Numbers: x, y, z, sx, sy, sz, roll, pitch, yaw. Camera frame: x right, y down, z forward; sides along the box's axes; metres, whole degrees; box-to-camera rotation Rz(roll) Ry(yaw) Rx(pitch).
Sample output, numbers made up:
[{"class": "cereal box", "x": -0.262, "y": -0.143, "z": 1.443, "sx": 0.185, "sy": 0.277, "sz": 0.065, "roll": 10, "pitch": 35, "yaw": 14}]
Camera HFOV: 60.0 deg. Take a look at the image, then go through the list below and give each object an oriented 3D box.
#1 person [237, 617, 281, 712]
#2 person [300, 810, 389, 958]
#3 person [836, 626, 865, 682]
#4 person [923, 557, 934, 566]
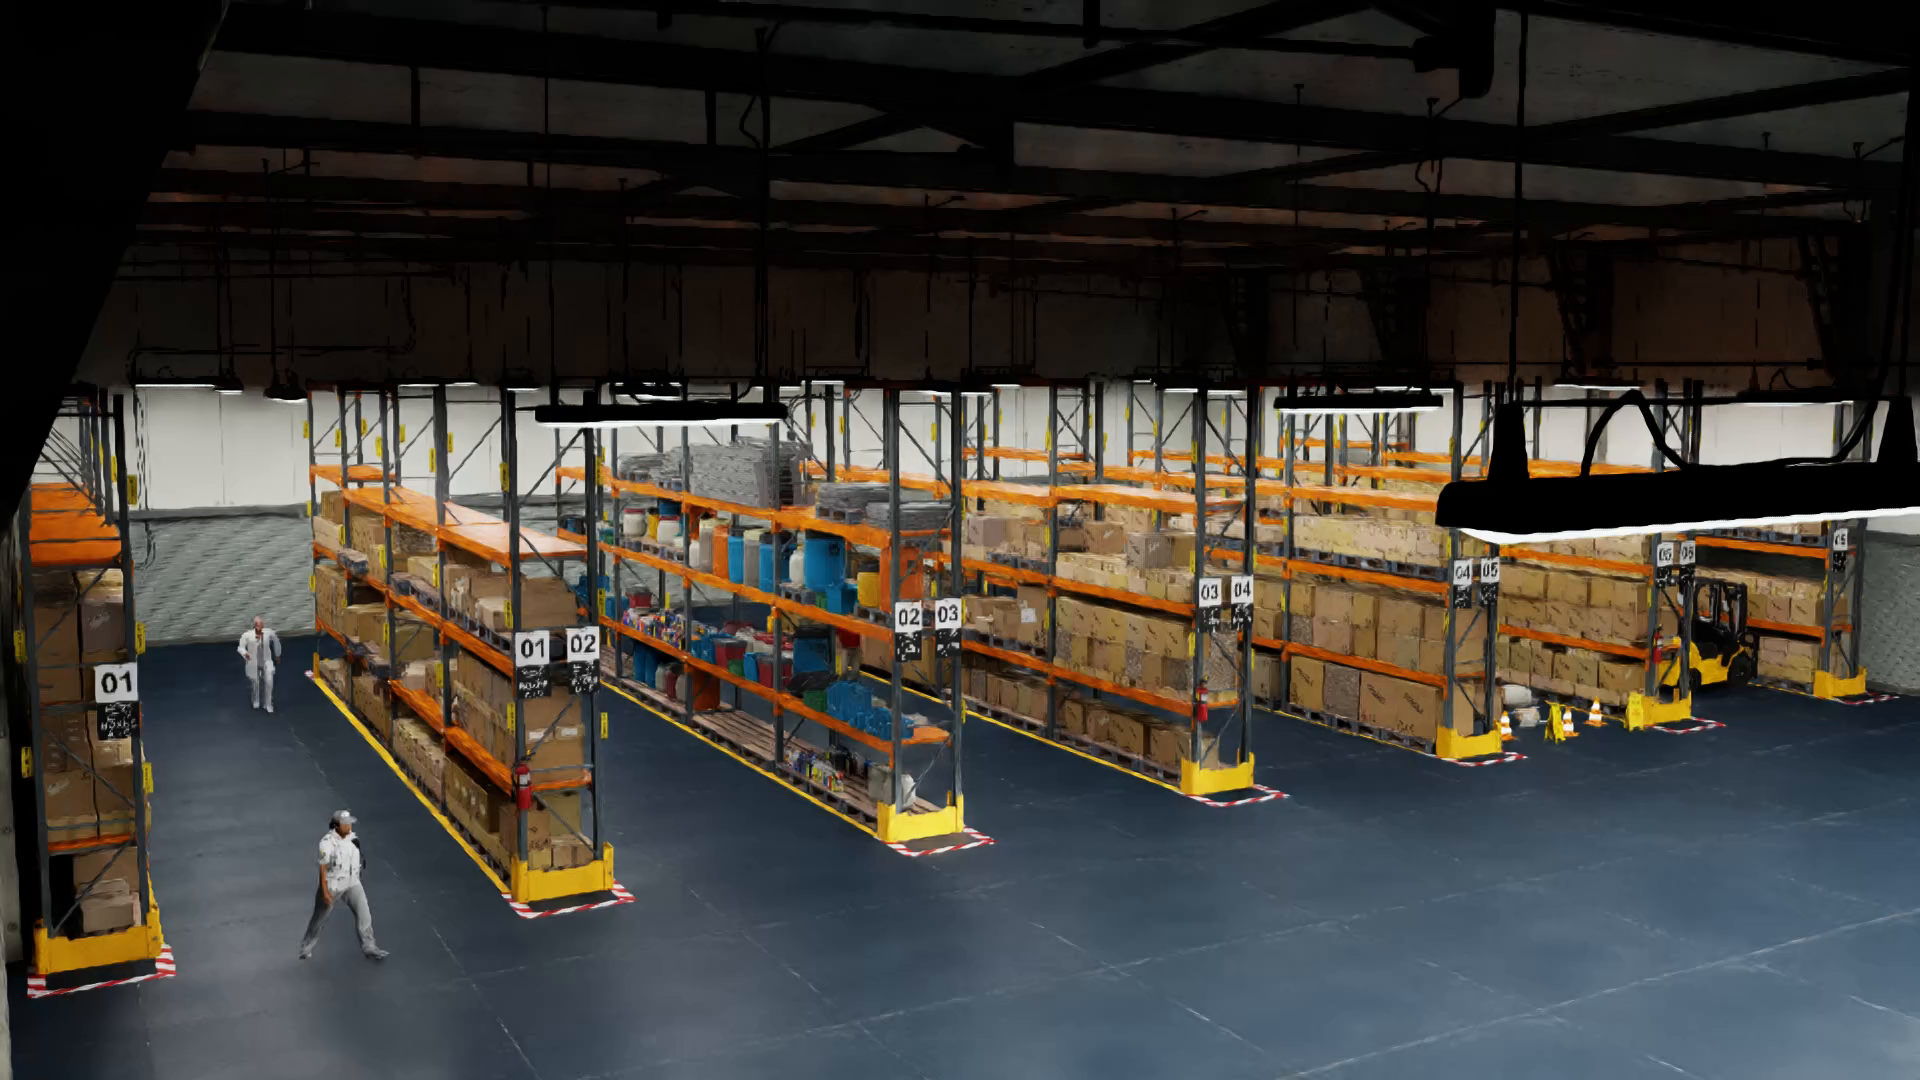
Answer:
[{"class": "person", "x": -12.794, "y": 2.246, "z": 30.394, "sx": 0.736, "sy": 1.717, "sz": 0.904, "roll": -3, "pitch": 7, "yaw": -24}, {"class": "person", "x": -6.586, "y": 3.649, "z": 17.609, "sx": 0.917, "sy": 1.626, "sz": 0.588, "roll": 4, "pitch": 7, "yaw": 34}, {"class": "person", "x": -2.135, "y": 2.121, "z": 31.837, "sx": 0.682, "sy": 1.675, "sz": 0.529, "roll": -4, "pitch": 7, "yaw": -31}, {"class": "person", "x": -0.890, "y": 0.911, "z": 43.005, "sx": 0.576, "sy": 1.724, "sz": 0.961, "roll": -1, "pitch": 6, "yaw": -7}]
